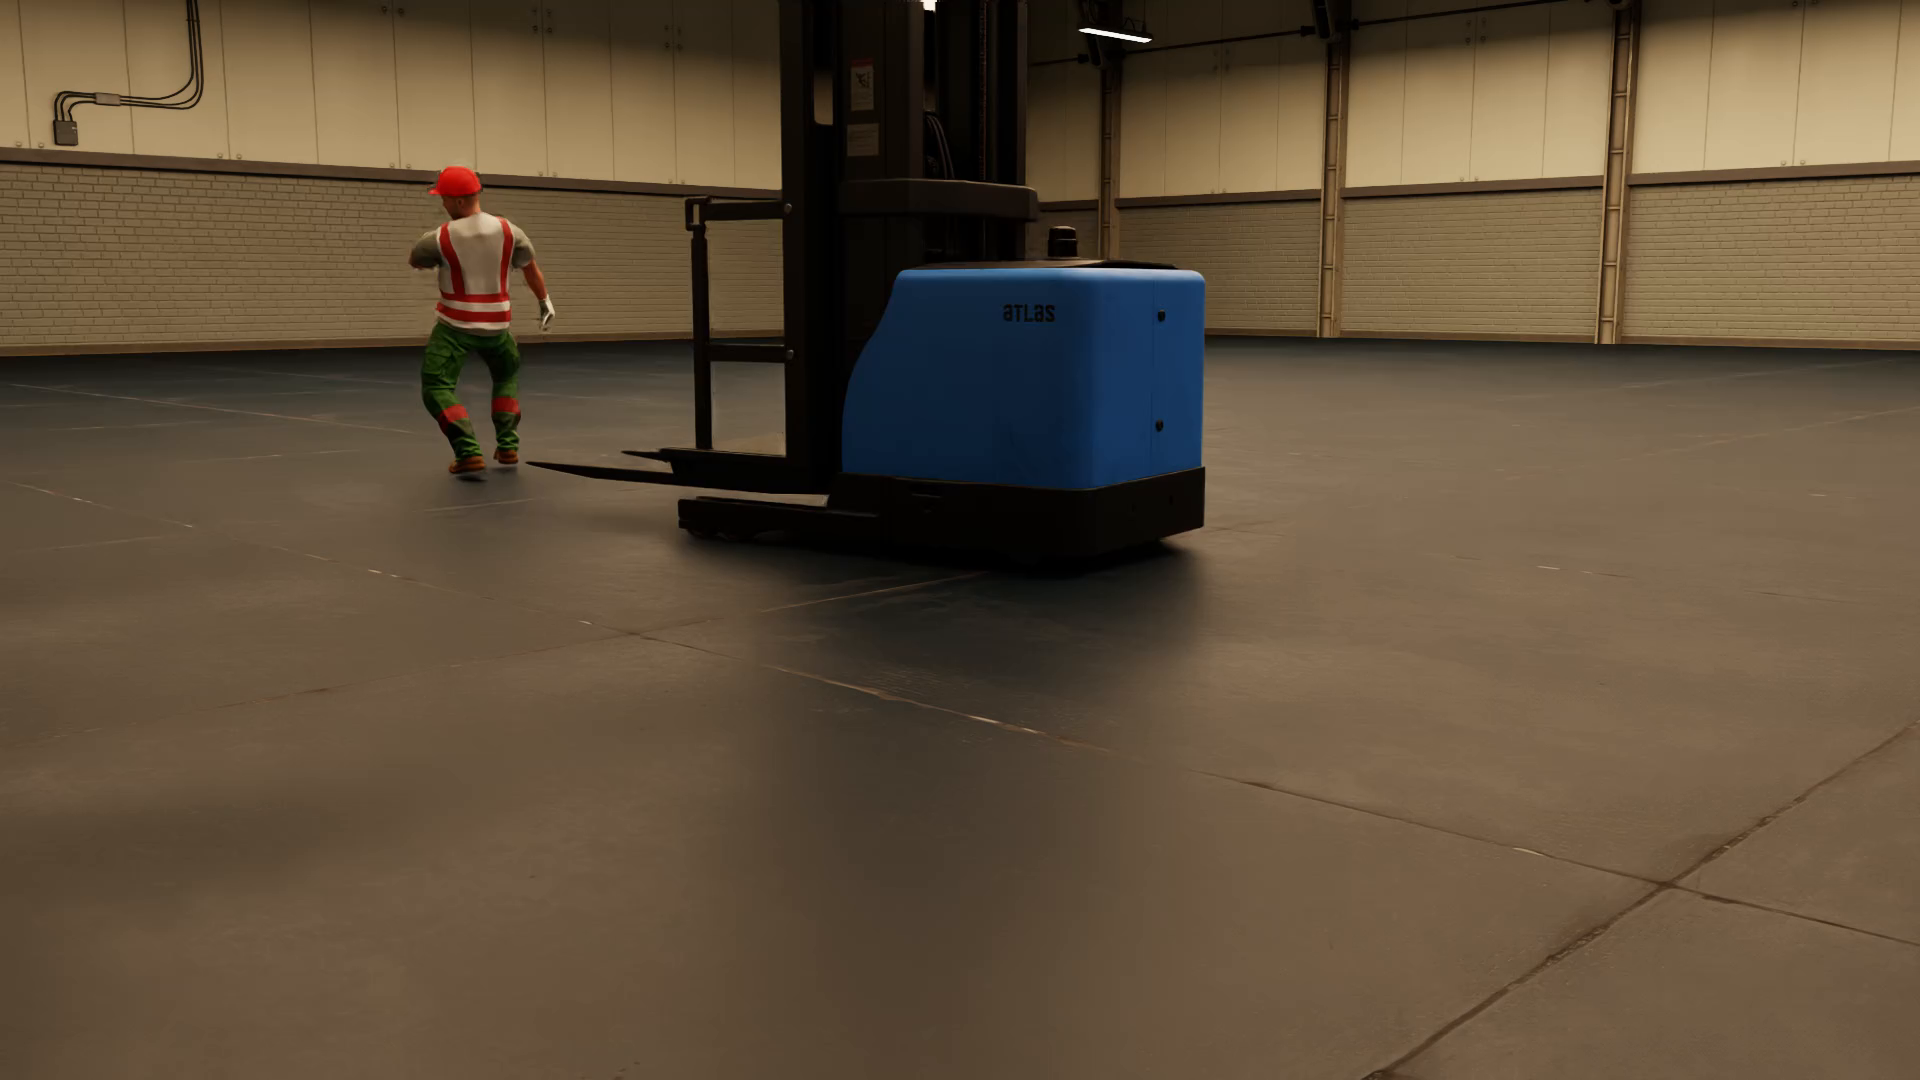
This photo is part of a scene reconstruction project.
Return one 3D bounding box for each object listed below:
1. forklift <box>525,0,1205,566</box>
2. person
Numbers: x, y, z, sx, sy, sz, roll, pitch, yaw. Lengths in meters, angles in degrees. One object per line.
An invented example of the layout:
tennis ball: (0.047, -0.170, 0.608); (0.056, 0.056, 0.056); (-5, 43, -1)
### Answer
forklift: (-0.543, -1.500, 6.837); (3.031, 2.935, 1.130); (6, 10, 33)
person: (-2.630, -1.217, 9.186); (0.877, 1.621, 0.838); (8, 12, 42)
